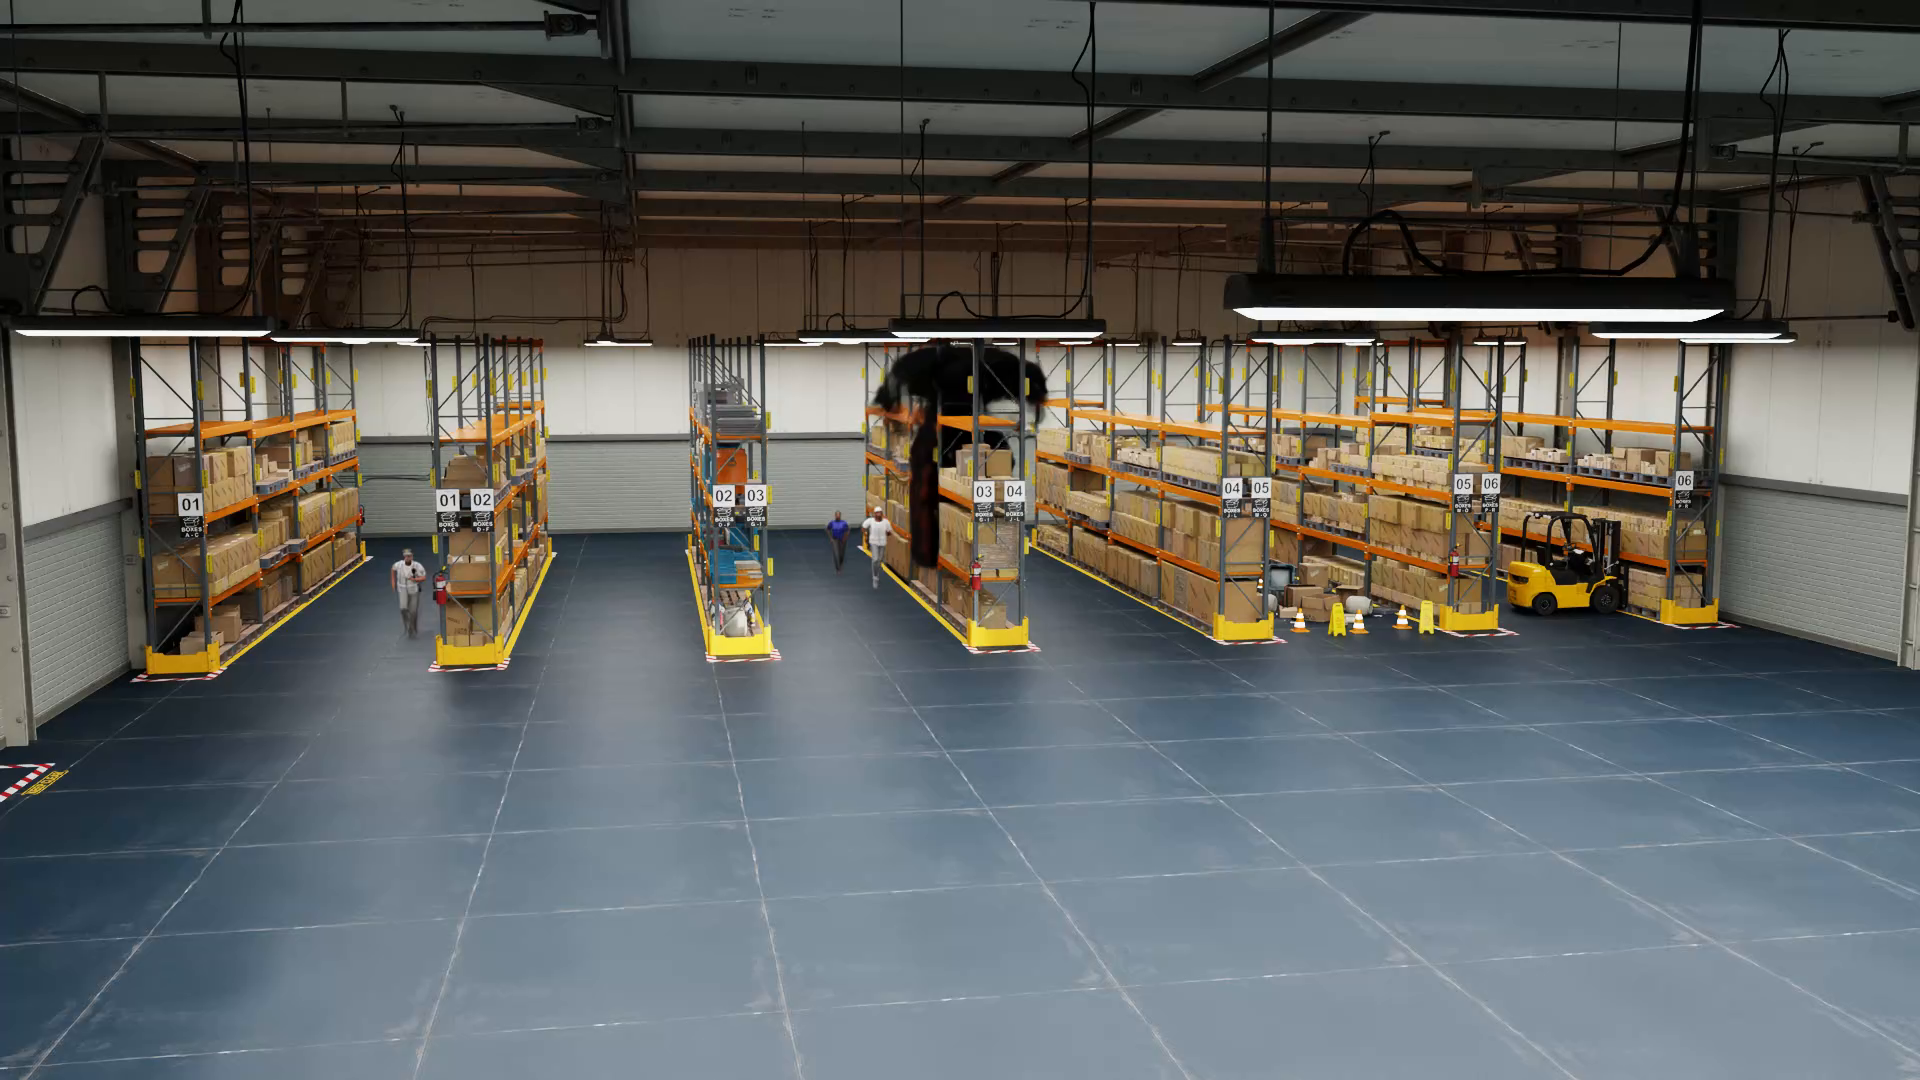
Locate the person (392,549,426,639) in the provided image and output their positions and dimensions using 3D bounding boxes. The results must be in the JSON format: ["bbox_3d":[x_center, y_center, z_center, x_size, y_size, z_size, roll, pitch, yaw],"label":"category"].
[{"bbox_3d":[-10.990,1.065,33.184,0.686,1.824,0.874,-1,7,-11],"label":"person"}]

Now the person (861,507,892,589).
[{"bbox_3d":[-1.899,0.161,38.661,0.672,1.888,0.743,-2,7,-19],"label":"person"}]

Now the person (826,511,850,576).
[{"bbox_3d":[-3.111,0.064,42.424,0.590,1.640,0.743,-1,7,-9],"label":"person"}]

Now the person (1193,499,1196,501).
[{"bbox_3d":[7.364,-0.952,50.952,0.740,1.721,0.699,3,7,22],"label":"person"}]
